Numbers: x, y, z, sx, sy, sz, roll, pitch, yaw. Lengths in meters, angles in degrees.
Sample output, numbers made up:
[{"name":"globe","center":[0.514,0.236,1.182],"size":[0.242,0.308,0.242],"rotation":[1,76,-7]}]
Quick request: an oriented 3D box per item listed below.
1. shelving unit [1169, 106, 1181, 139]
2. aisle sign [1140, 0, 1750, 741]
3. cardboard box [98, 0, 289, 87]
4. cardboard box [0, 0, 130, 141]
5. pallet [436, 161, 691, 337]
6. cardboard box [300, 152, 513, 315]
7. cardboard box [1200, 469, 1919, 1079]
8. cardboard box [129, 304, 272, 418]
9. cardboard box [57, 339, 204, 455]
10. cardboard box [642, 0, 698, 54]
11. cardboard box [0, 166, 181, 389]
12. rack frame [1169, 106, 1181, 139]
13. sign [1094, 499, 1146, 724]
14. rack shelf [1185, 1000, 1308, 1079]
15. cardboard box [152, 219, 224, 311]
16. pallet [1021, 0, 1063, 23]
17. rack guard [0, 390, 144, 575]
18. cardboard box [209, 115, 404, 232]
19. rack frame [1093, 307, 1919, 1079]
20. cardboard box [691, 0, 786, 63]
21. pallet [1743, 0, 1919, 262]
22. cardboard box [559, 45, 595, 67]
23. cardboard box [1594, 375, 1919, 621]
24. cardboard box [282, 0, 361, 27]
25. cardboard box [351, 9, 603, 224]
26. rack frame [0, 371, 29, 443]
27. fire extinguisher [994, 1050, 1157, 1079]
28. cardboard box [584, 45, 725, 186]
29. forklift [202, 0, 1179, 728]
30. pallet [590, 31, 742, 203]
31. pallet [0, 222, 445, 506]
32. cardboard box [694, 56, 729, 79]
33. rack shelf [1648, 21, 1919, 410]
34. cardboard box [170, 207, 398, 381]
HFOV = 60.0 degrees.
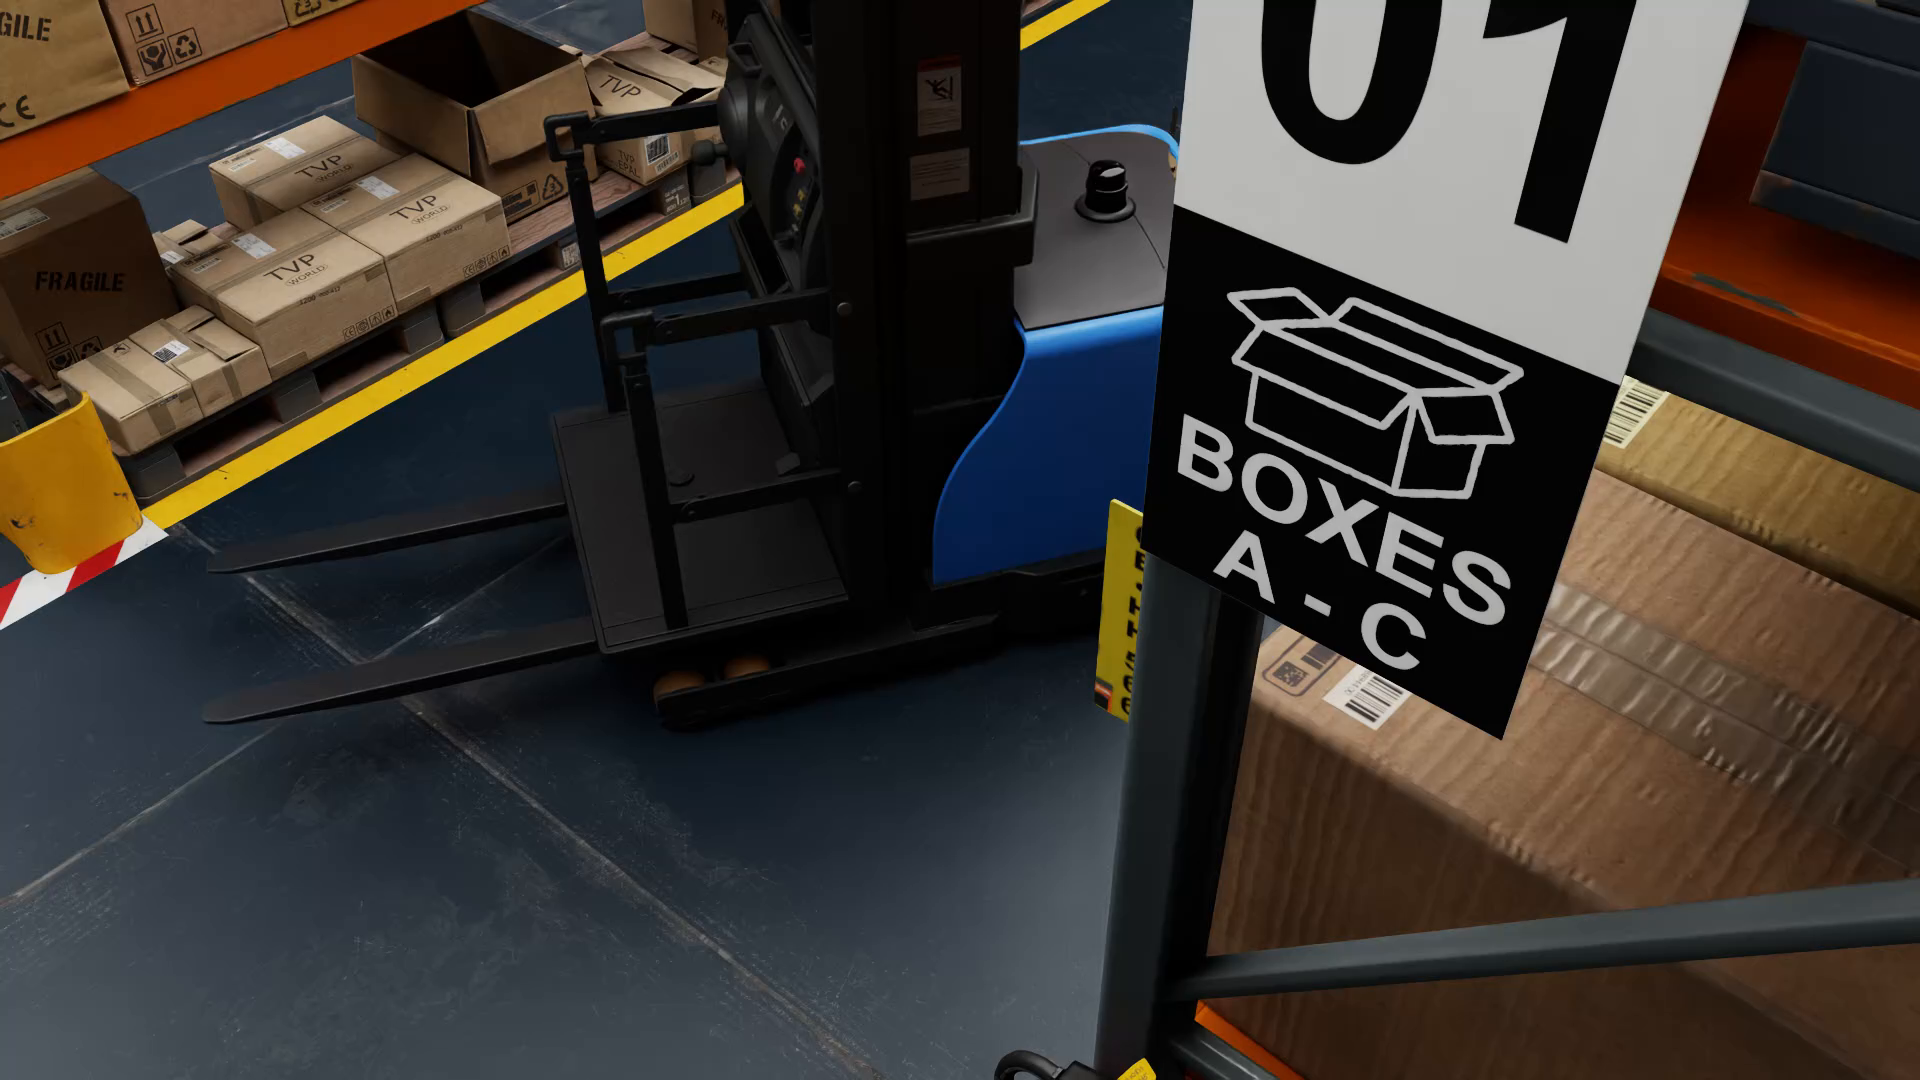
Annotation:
[{"name":"shelving unit","center":[0.776,-0.892,5.443],"size":[0.215,1.050,0.252],"rotation":[-14,44,-19]},{"name":"aisle sign","center":[0.332,-0.199,1.307],"size":[0.394,0.787,0.004],"rotation":[29,50,28]},{"name":"cardboard box","center":[-2.371,-1.706,4.823],"size":[0.500,0.500,0.500],"rotation":[29,50,28]},{"name":"cardboard box","center":[-2.699,-1.438,4.528],"size":[0.500,0.500,0.500],"rotation":[31,50,29]},{"name":"pallet","center":[-1.840,-1.331,6.557],"size":[1.003,0.211,1.213],"rotation":[29,50,28]},{"name":"cardboard box","center":[-1.976,-1.105,5.952],"size":[0.500,0.250,0.500],"rotation":[29,50,28]},{"name":"cardboard box","center":[0.928,0.478,2.272],"size":[0.980,0.700,0.700],"rotation":[32,51,30]},{"name":"cardboard box","center":[-2.493,-0.597,5.456],"size":[0.380,0.166,0.250],"rotation":[29,50,28]},{"name":"cardboard box","center":[-2.654,-0.462,5.320],"size":[0.380,0.149,0.250],"rotation":[29,50,28]},{"name":"cardboard box","center":[-1.048,-2.392,7.323],"size":[0.500,0.311,0.500],"rotation":[29,50,28]},{"name":"cardboard box","center":[-3.025,-0.912,5.554],"size":[0.500,0.500,0.500],"rotation":[29,50,28]},{"name":"rack frame","center":[0.727,-0.968,5.525],"size":[0.200,1.050,0.008],"rotation":[-14,44,-19]},{"name":"sign","center":[0.201,0.097,1.876],"size":[0.100,0.325,0.005],"rotation":[29,50,28]},{"name":"rack shelf","center":[1.895,0.092,3.454],"size":[1.077,0.370,4.000],"rotation":[29,50,28]},{"name":"cardboard box","center":[-2.695,-0.958,5.853],"size":[0.380,0.166,0.250],"rotation":[29,50,28]},{"name":"pallet","center":[-0.117,-2.750,8.118],"size":[1.003,0.211,1.213],"rotation":[29,50,28]},{"name":"rack guard","center":[-3.137,-0.401,5.320],"size":[1.175,0.500,0.348],"rotation":[29,50,28]},{"name":"cardboard box","center":[-2.391,-1.295,6.162],"size":[0.500,0.250,0.500],"rotation":[29,50,28]},{"name":"rack frame","center":[0.605,0.854,2.081],"size":[0.949,2.616,0.053],"rotation":[29,50,28]},{"name":"cardboard box","center":[-0.762,-2.169,6.936],"size":[0.500,0.500,0.500],"rotation":[29,50,28]},{"name":"pallet","center":[1.077,-0.608,1.525],"size":[1.003,0.211,1.213],"rotation":[29,50,28]},{"name":"cardboard box","center":[-1.597,-1.889,6.877],"size":[0.380,0.166,0.250],"rotation":[29,50,28]},{"name":"cardboard box","center":[1.388,0.098,2.689],"size":[0.980,0.700,0.700],"rotation":[29,50,28]},{"name":"cardboard box","center":[-2.046,-1.964,5.106],"size":[0.500,0.500,0.500],"rotation":[29,50,28]},{"name":"cardboard box","center":[-1.817,-1.616,6.327],"size":[0.797,0.503,0.637],"rotation":[29,50,28]},{"name":"rack frame","center":[-3.186,-1.287,4.436],"size":[1.000,3.000,0.127],"rotation":[29,50,28]},{"name":"fire extinguisher","center":[0.157,0.900,2.365],"size":[0.296,0.674,0.183],"rotation":[29,50,28]},{"name":"cardboard box","center":[-1.244,-1.712,6.575],"size":[0.500,0.311,0.500],"rotation":[29,50,28]},{"name":"forklift","center":[-0.659,-0.963,4.130],"size":[3.031,2.935,1.130],"rotation":[-12,44,-13]},{"name":"pallet","center":[-1.055,-1.962,7.251],"size":[1.003,0.211,1.213],"rotation":[29,50,28]},{"name":"pallet","center":[-2.625,-0.705,5.869],"size":[1.003,0.211,1.213],"rotation":[29,50,28]},{"name":"cardboard box","center":[-0.957,-1.820,6.814],"size":[0.380,0.149,0.250],"rotation":[29,50,28]},{"name":"rack shelf","center":[1.895,-1.018,2.445],"size":[1.077,0.370,4.000],"rotation":[29,50,28]},{"name":"cardboard box","center":[-2.297,-0.847,5.669],"size":[0.500,0.250,0.500],"rotation":[29,50,28]}]
